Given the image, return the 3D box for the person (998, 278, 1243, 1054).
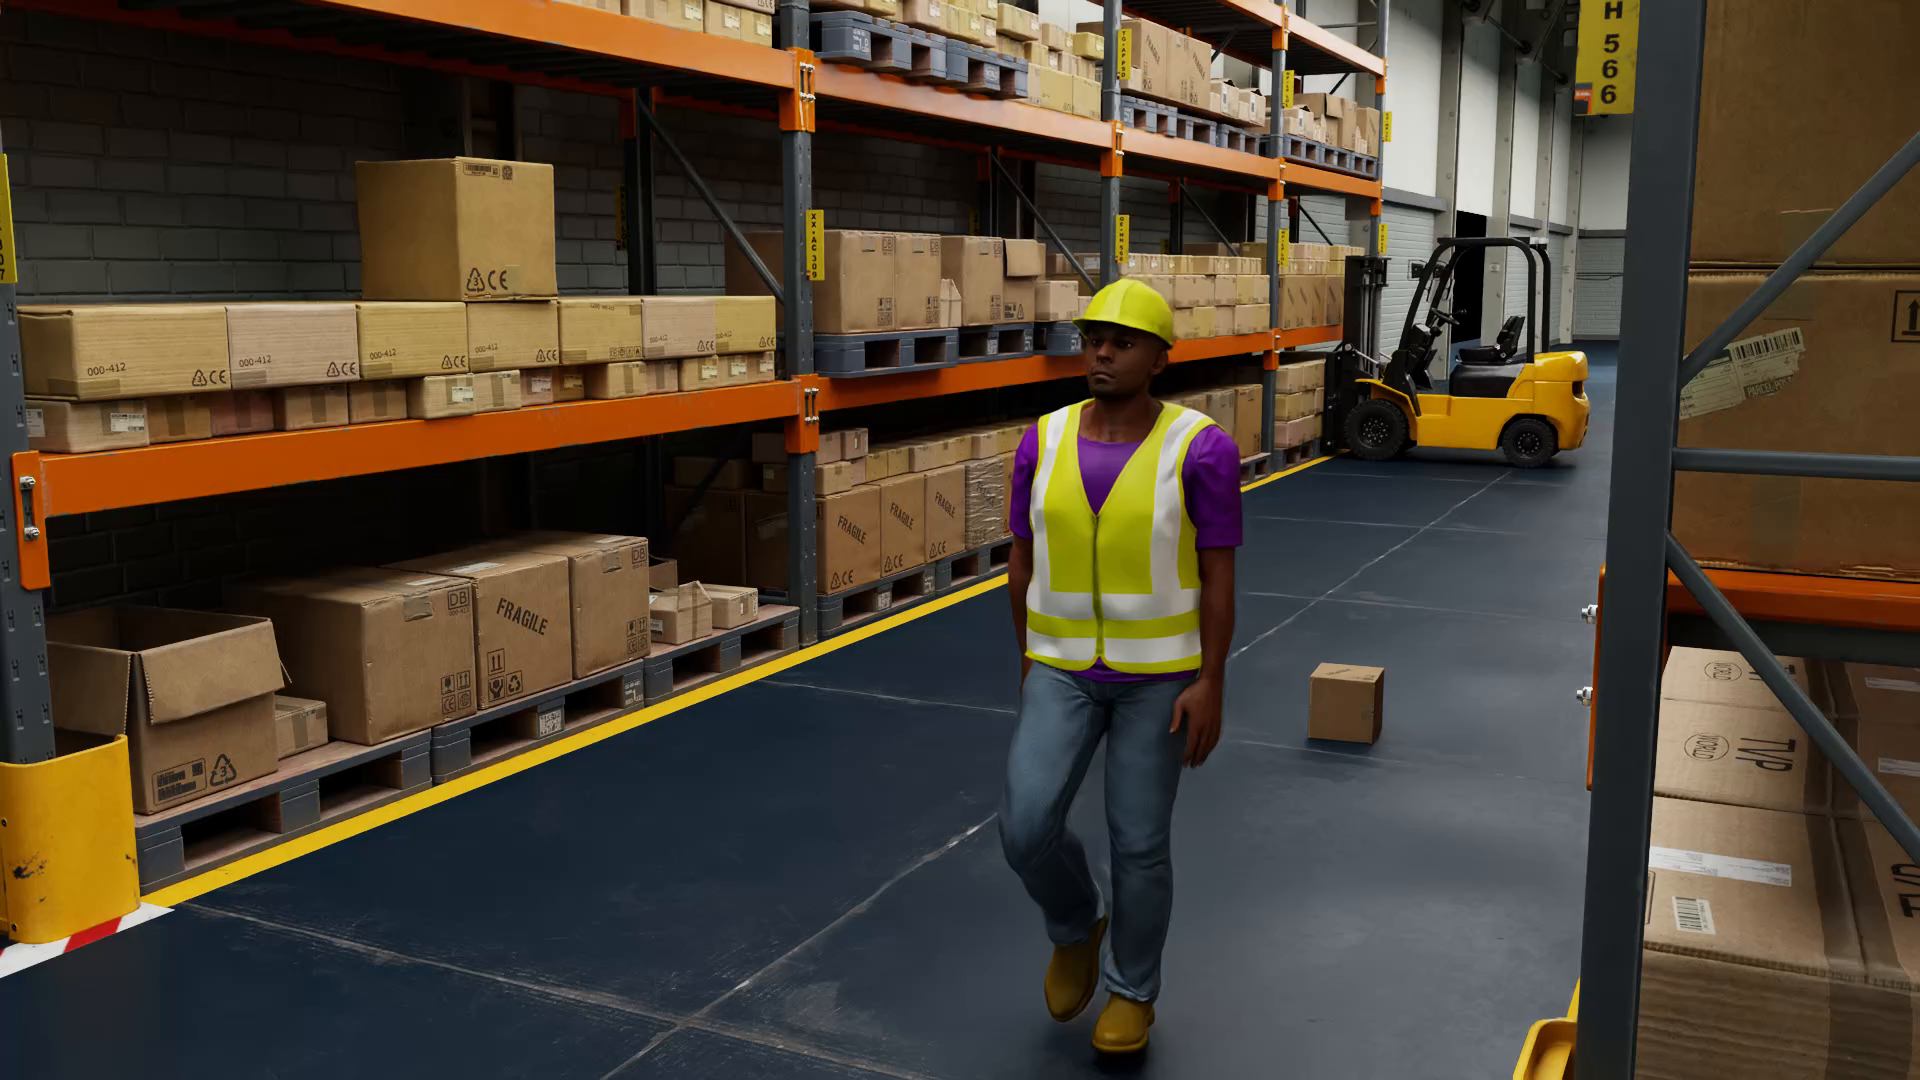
[{"bbox_3d":[0.342,0.301,3.768,0.564,1.766,0.472,3,10,19],"label":"person"}]
